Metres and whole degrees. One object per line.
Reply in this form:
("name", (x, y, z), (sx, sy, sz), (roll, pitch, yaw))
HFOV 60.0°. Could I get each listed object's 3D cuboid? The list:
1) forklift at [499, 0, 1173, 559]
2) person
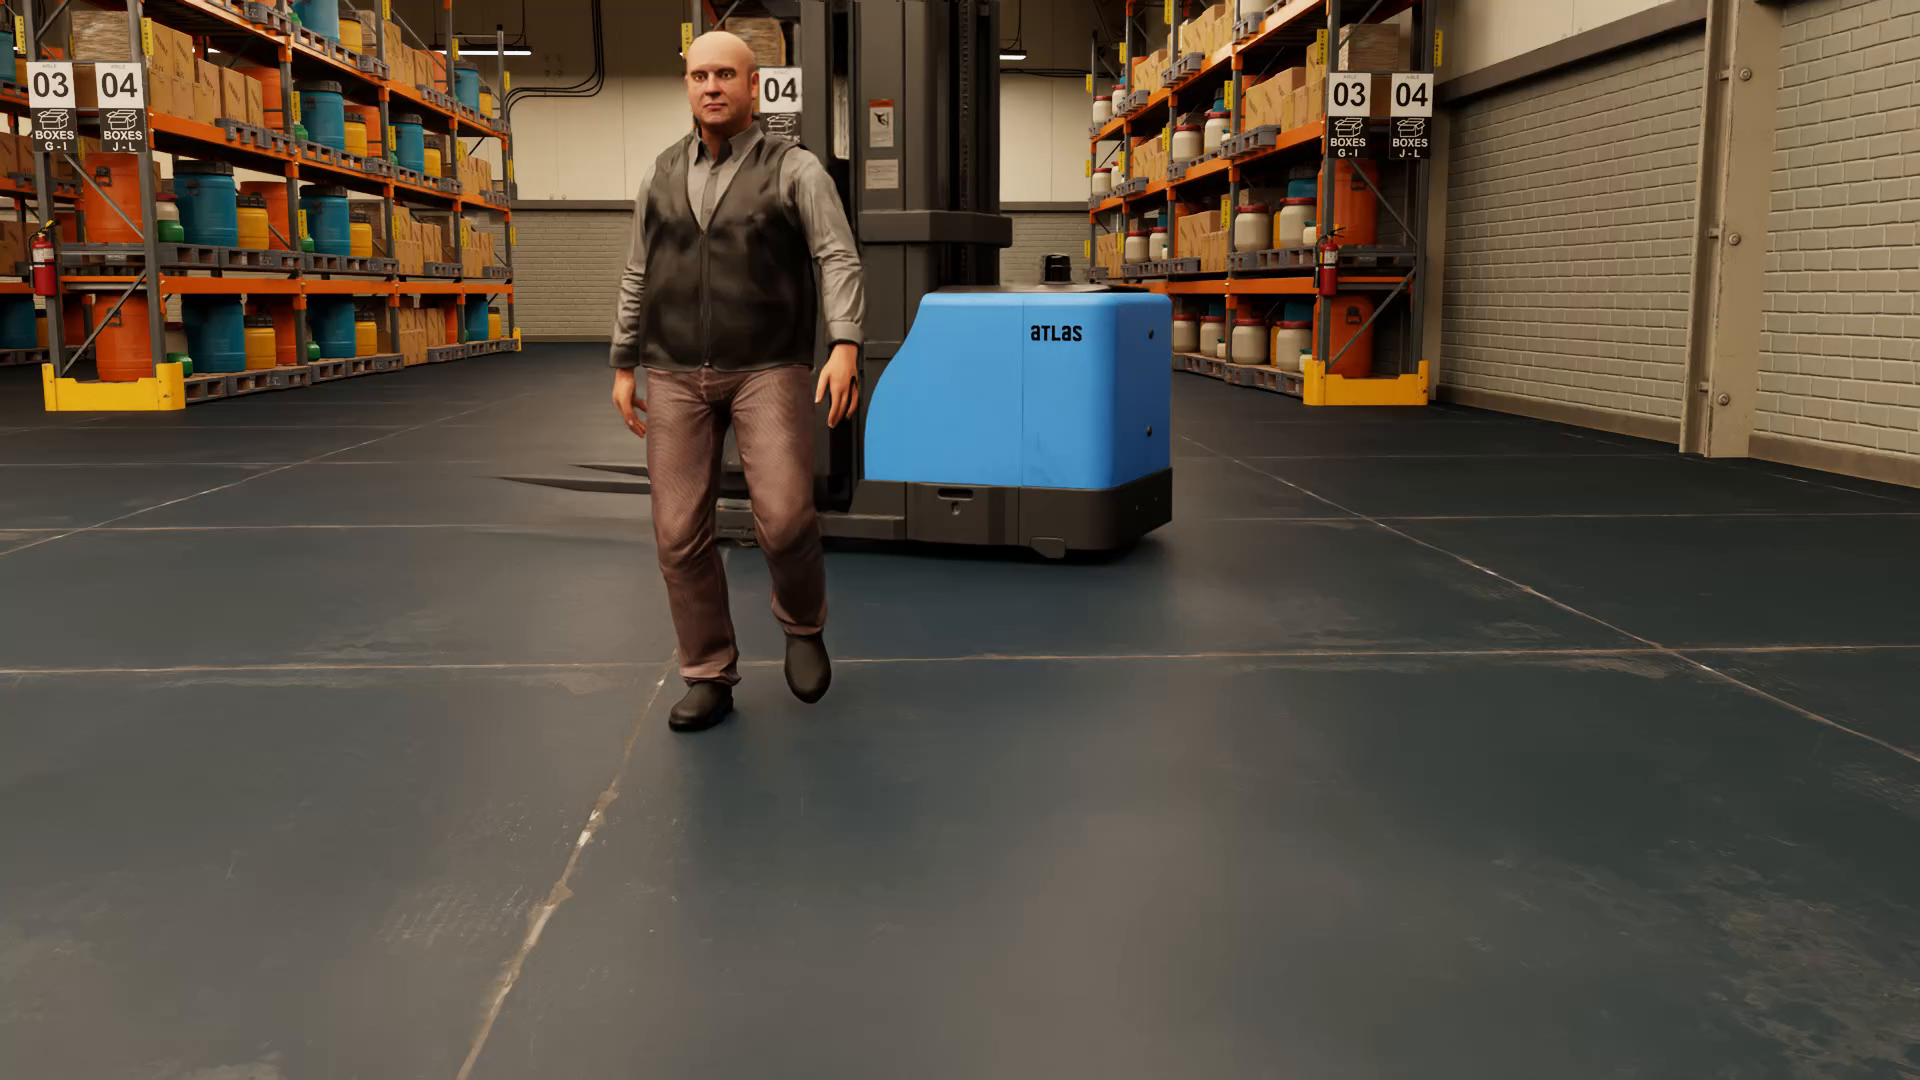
("forklift", (-0.627, -1.486, 7.341), (3.031, 2.935, 1.130), (3, 9, 21))
("person", (-0.571, -0.390, 4.144), (0.699, 1.702, 0.473), (1, 9, 9))
